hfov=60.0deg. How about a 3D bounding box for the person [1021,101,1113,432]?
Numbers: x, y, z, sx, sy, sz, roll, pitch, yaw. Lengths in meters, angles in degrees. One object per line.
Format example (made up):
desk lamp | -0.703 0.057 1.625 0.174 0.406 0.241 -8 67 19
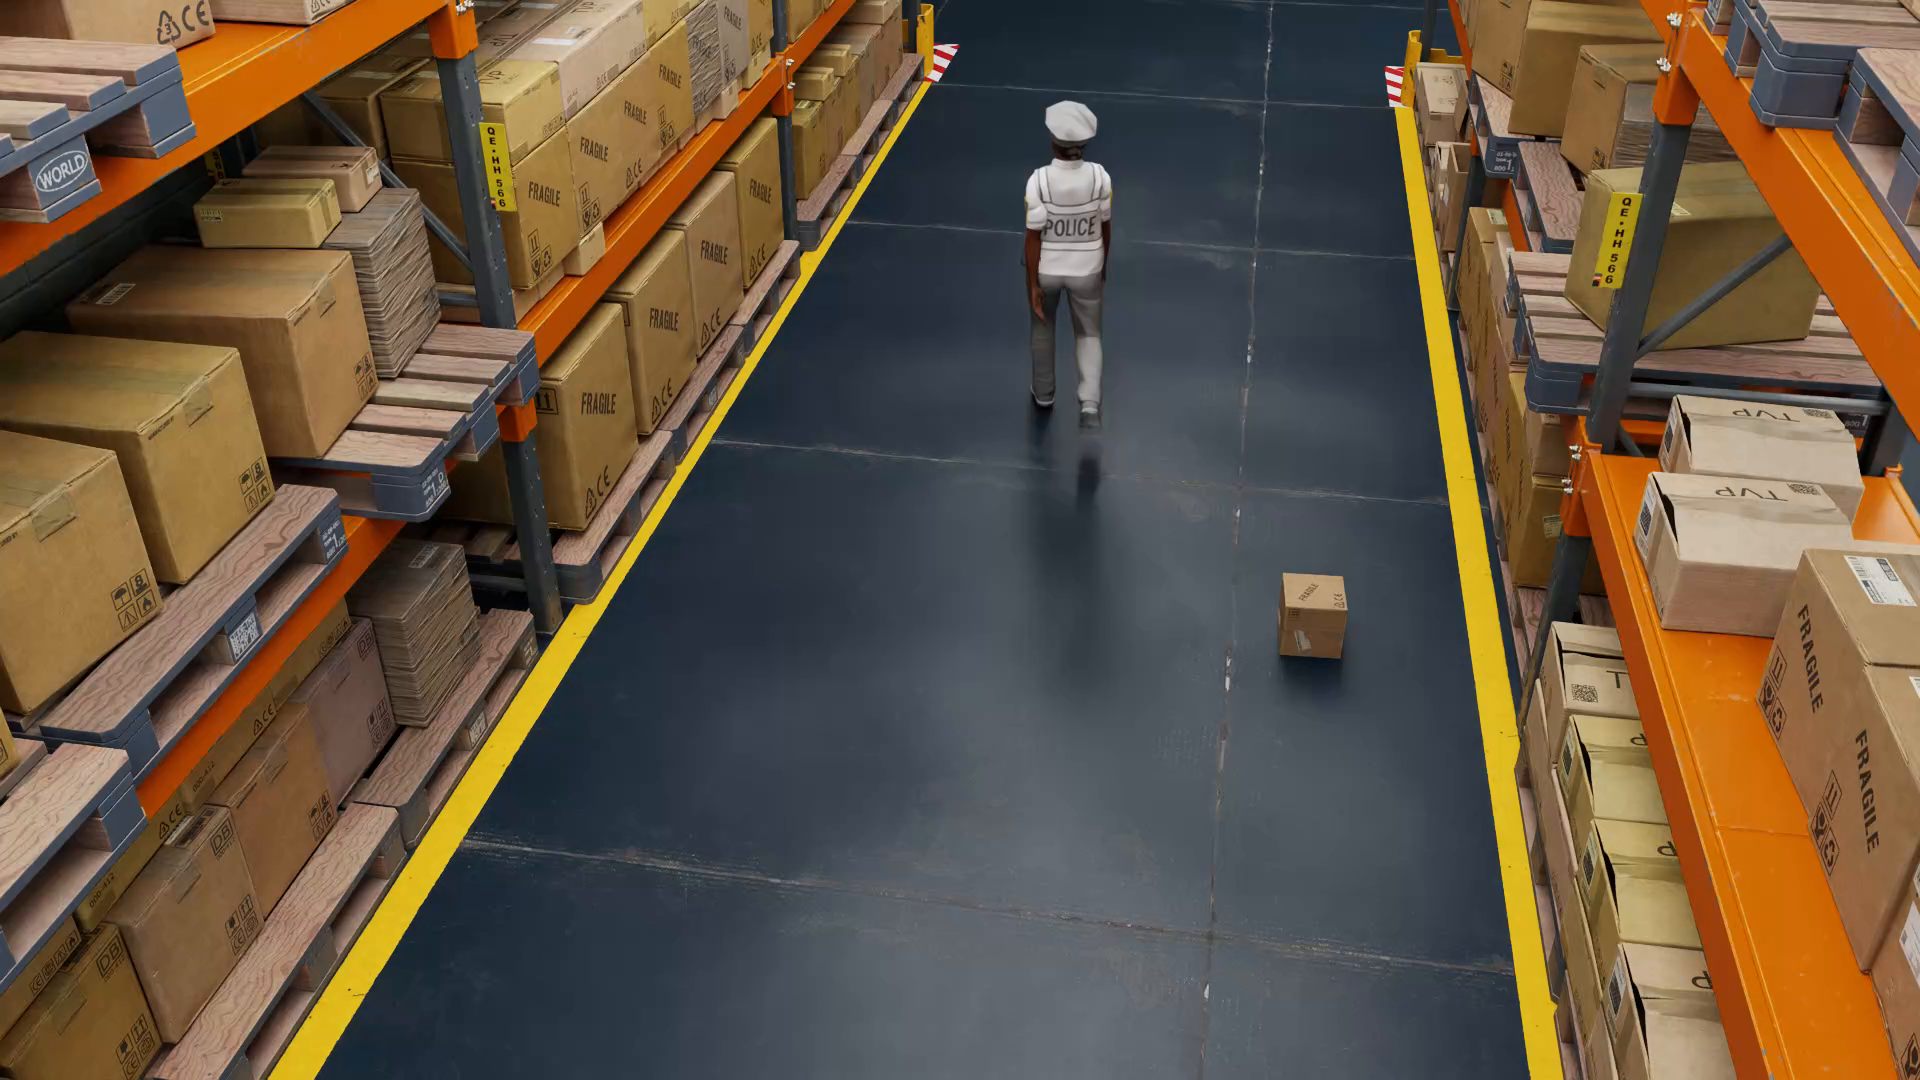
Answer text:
person | 0.520 -1.319 8.151 0.439 1.651 0.835 -1 33 -1
